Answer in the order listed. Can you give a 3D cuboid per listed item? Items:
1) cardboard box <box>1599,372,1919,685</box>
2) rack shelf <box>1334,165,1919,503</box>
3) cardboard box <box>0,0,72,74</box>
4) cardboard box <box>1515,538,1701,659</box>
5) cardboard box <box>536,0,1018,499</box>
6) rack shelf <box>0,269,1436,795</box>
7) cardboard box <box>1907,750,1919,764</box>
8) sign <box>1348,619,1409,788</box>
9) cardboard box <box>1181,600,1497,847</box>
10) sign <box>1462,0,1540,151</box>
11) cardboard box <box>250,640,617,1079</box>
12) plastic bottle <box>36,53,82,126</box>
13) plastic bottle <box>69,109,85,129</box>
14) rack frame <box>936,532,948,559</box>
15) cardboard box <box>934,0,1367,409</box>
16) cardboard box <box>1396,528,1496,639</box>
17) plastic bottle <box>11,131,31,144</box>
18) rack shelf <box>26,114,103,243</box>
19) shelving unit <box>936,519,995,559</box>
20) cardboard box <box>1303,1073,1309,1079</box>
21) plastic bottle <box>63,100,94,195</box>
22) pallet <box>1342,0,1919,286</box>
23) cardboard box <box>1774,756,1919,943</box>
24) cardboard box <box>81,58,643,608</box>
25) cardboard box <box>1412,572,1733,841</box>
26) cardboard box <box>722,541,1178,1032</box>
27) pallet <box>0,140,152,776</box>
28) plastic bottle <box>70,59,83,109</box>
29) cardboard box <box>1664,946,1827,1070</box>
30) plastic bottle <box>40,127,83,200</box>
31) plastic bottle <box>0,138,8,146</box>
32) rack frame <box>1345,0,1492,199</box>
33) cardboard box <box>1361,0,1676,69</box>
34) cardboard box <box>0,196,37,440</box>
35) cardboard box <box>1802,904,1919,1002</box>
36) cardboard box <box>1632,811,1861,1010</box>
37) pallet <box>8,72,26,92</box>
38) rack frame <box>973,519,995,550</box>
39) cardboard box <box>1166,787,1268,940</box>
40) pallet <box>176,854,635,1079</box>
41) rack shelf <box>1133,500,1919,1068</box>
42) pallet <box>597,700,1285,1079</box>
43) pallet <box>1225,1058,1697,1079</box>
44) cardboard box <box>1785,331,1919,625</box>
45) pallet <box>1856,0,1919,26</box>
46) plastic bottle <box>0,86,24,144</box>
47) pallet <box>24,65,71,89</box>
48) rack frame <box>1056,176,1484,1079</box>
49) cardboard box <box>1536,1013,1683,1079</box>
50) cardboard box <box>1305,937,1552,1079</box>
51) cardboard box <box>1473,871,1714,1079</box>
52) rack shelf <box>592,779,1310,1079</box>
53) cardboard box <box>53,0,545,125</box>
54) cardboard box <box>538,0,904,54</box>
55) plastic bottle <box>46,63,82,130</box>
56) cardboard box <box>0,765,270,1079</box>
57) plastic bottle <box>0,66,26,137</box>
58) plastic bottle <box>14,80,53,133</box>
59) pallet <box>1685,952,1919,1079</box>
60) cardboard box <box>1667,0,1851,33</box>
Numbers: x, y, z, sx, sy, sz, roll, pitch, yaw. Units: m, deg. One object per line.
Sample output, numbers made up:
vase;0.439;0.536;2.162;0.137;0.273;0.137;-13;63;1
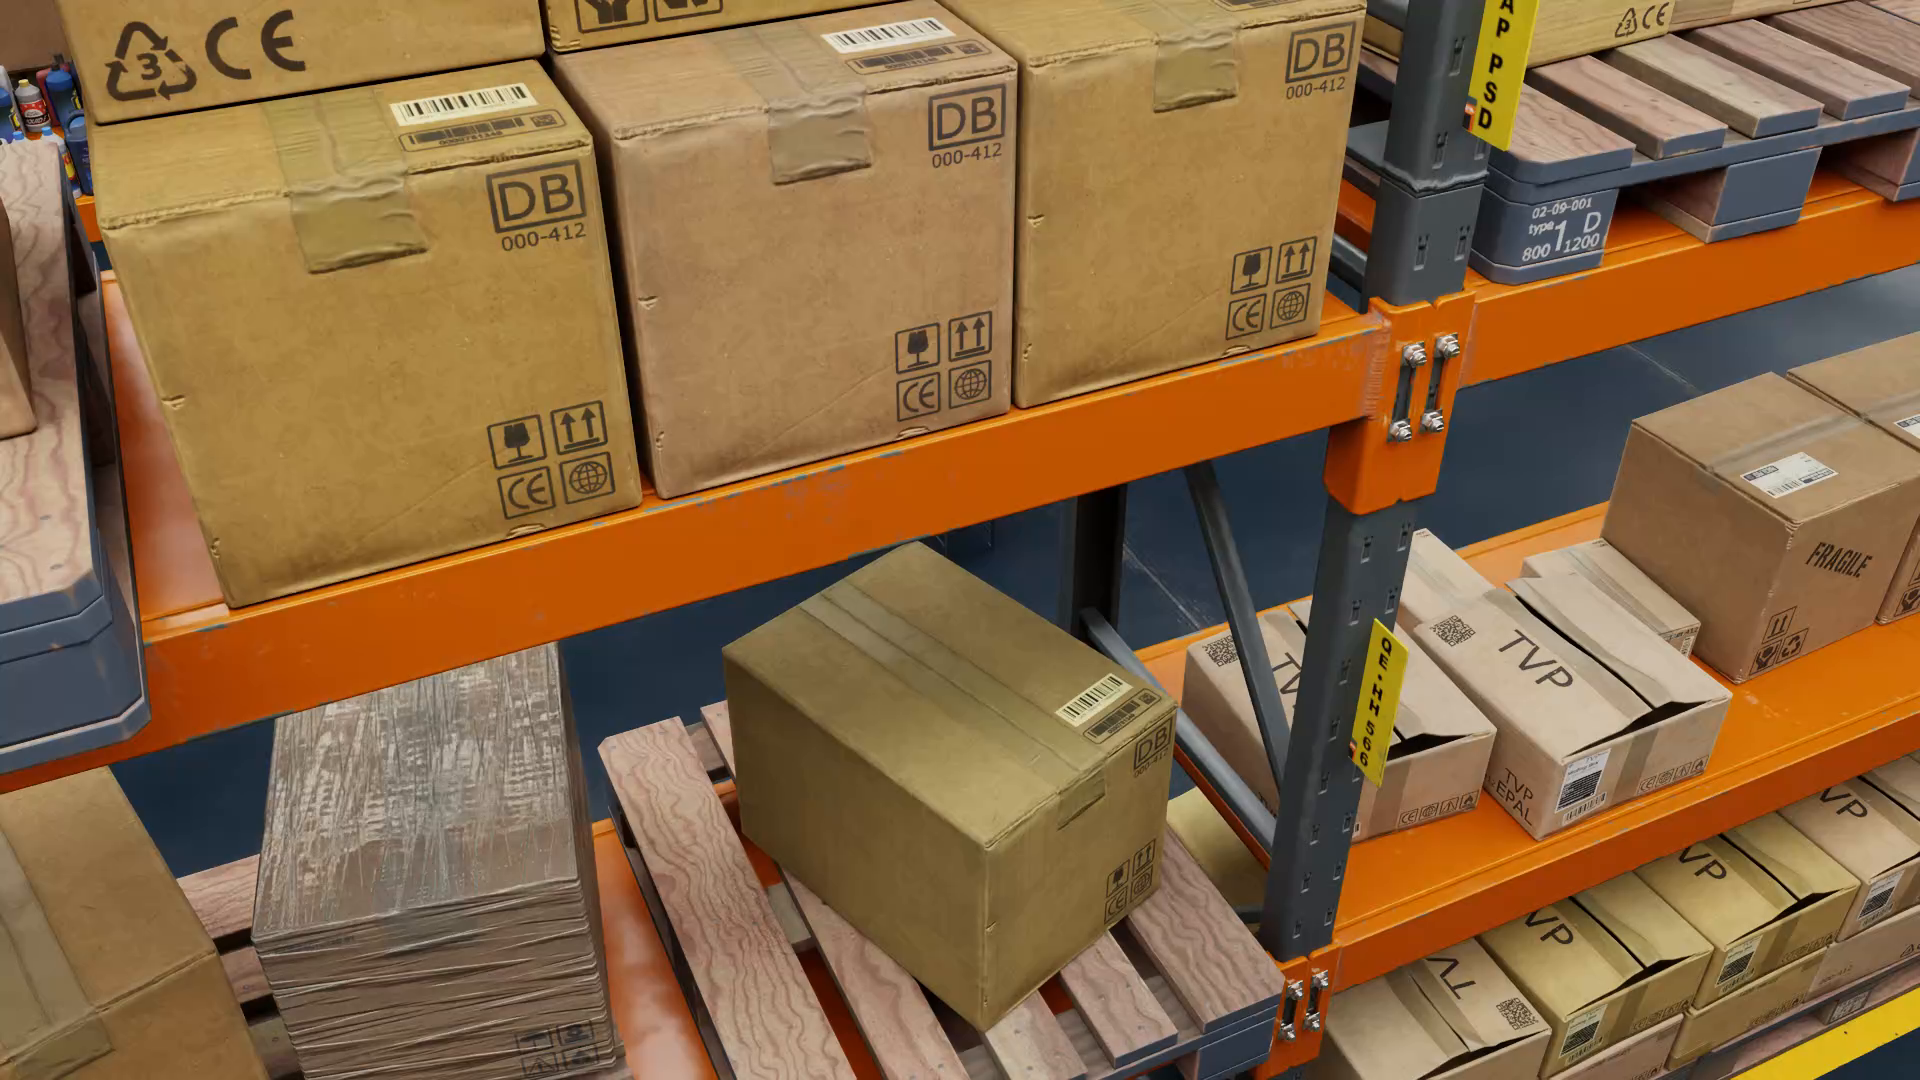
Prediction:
cardboard box;2.008;-0.041;4.203;0.500;0.500;0.500;-18;40;-22
rack shelf;2.306;-0.989;3.652;4.000;0.370;1.077;-16;39;-20
cardboard box;-5.952;-3.613;10.534;0.875;0.875;1.225;-17;40;-21
cardboard box;1.626;0.181;4.199;0.250;0.149;0.380;-13;38;-17
cardboard box;-0.347;-0.554;2.378;0.500;0.500;0.910;-16;39;-20
rack shelf;-1.315;0.023;2.287;4.000;0.370;1.077;-16;39;-20
cardboard box;2.951;0.648;4.843;0.500;0.311;0.500;-16;39;-20
sign;0.735;0.290;2.936;0.005;0.325;0.100;-16;39;-20
cardboard box;0.844;0.400;3.767;0.500;0.311;0.500;-13;39;-17
sign;0.724;-0.686;2.206;0.005;0.325;0.100;-16;39;-20
cardboard box;-0.936;0.573;3.023;0.500;0.500;0.700;-9;37;-11
plastic bottle;-3.698;-1.850;6.824;0.133;0.283;0.061;-16;39;-20
plastic bottle;-3.366;-1.522;6.392;0.097;0.271;0.097;0;37;0
rack frame;-0.099;-0.334;6.444;0.006;0.900;0.240;-16;39;-20
cardboard box;0.115;-0.683;2.552;0.500;0.500;0.910;-16;39;-20
cardboard box;1.192;0.157;4.231;0.250;0.149;0.380;-16;39;-20
plastic bottle;-3.481;-1.395;6.220;0.097;0.271;0.097;0;37;0
rack shelf;-3.416;-1.444;6.783;4.000;0.370;1.077;-16;39;-20
shelving unit;-0.007;-0.359;6.479;0.210;0.900;0.258;-16;39;-20
cardboard box;1.095;1.394;4.308;0.500;0.250;0.500;-16;39;-20
plastic bottle;-3.275;-1.499;6.295;0.185;0.351;0.144;-16;39;-20
pallet;1.072;-0.916;3.108;1.003;0.211;1.213;-14;39;-18
cardboard box;2.494;0.773;4.674;0.500;0.311;0.500;-16;39;-21
cardboard box;-0.817;-0.423;2.200;0.500;0.500;0.910;-16;39;-20
cardboard box;1.388;0.347;3.839;0.500;0.311;0.500;-16;39;-20
cardboard box;-0.027;0.444;3.197;0.500;0.500;0.700;-30;46;-34
pallet;-1.568;-0.075;1.974;1.003;0.211;1.213;-16;39;-20
plastic bottle;-3.536;-1.895;6.828;0.185;0.351;0.144;-16;39;-20
cardboard box;2.017;1.132;4.662;0.500;0.250;0.500;-17;40;-21
plastic bottle;-3.393;-1.419;6.254;0.097;0.271;0.097;0;37;0
plastic bottle;-3.597;-1.382;6.199;0.135;0.276;0.152;-16;39;-20
rack frame;0.496;-1.977;1.861;0.127;3.000;1.000;-16;39;-20
cardboard box;0.882;-1.026;2.870;0.500;0.250;0.500;-19;40;-23
cardboard box;-1.432;-0.435;1.781;0.600;0.600;0.600;-17;40;-22
cardboard box;2.482;1.002;4.836;0.500;0.250;0.500;-15;39;-19
cardboard box;2.029;0.904;4.498;0.500;0.311;0.500;-17;40;-21
pallet;-6.665;-3.014;10.636;1.213;0.211;1.003;-16;39;-20
rack frame;0.085;-0.385;6.514;0.006;0.900;0.240;-16;39;-20
cardboard box;0.865;0.878;4.533;0.500;0.311;0.500;-15;39;-19
pallet;-1.263;1.005;3.039;1.213;0.211;1.003;-16;39;-20
rack shelf;2.306;0.216;4.545;4.000;0.370;1.077;-16;39;-20
pallet;-0.088;0.719;3.423;1.003;0.211;1.213;-16;39;-20
pallet;1.257;1.365;4.732;1.213;0.211;1.003;-16;39;-20
cardboard box;2.484;-0.174;4.383;0.500;0.500;0.500;-16;39;-20
pallet;2.083;-1.201;3.492;1.213;0.211;1.003;-14;39;-18
plastic bottle;-3.818;-1.700;6.632;0.097;0.271;0.097;0;37;0
pallet;-5.559;-3.325;11.056;1.213;0.211;1.003;-16;39;-20
rack frame;0.496;0.433;3.649;0.127;3.000;1.000;-16;39;-20
cardboard box;1.549;1.267;4.480;0.500;0.250;0.500;-17;40;-21
cardboard box;1.095;1.169;4.141;0.500;0.311;0.500;-14;39;-18
cardboard box;1.567;1.032;4.326;0.500;0.311;0.500;-17;40;-21
rack shelf;-1.315;1.228;3.180;4.000;0.370;1.077;-16;39;-20
cardboard box;-0.825;-0.848;1.935;0.500;0.500;0.500;-16;39;-20
cardboard box;-0.364;-0.978;2.109;0.500;0.500;0.500;-16;39;-20
plastic bottle;-3.648;-1.807;6.777;0.097;0.271;0.097;0;37;0
cardboard box;-1.552;0.756;2.776;0.500;0.500;0.700;-26;44;-31
plastic bottle;-3.888;-1.764;6.715;0.135;0.276;0.152;-16;39;-20
plastic bottle;-3.795;-1.778;6.796;0.097;0.201;0.097;0;37;0
pallet;2.360;1.059;5.145;1.213;0.211;1.003;-16;39;-20
cardboard box;1.349;-1.168;3.062;0.500;0.250;0.500;-15;39;-19
